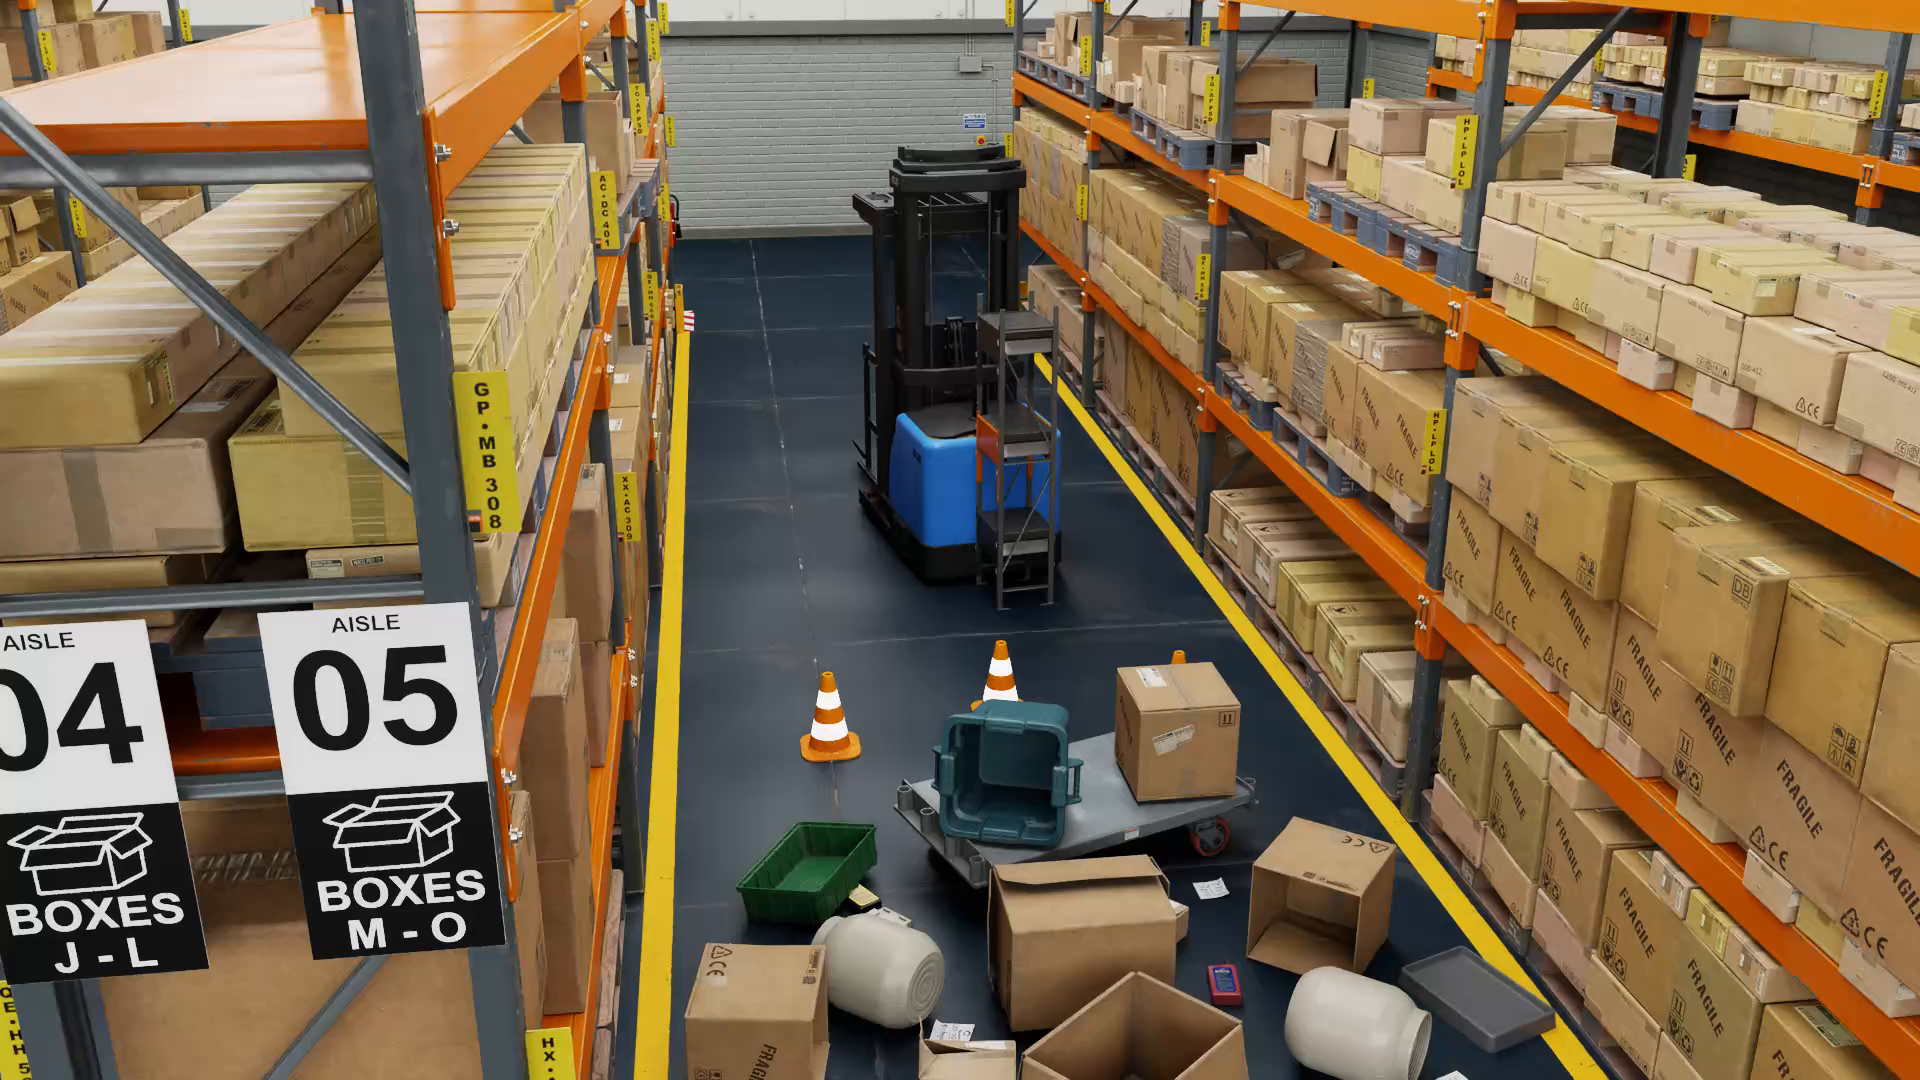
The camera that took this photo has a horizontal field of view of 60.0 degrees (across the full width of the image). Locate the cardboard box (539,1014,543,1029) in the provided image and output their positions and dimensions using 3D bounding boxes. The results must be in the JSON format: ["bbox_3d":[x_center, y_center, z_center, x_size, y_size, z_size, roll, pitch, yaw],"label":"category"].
[{"bbox_3d":[-1.666,1.324,4.670,0.875,0.550,0.550,-3,21,-8],"label":"cardboard box"}]

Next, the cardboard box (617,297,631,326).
[{"bbox_3d":[-2.496,-1.589,11.593,0.380,0.149,0.250,-3,21,-8],"label":"cardboard box"}]

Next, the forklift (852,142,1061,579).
[{"bbox_3d":[-0.178,-1.582,12.762,1.130,2.935,3.031,-6,21,-16],"label":"forklift"}]

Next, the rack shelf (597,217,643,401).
[{"bbox_3d":[-2.332,-1.436,9.015,1.077,0.370,4.000,-3,21,-8],"label":"rack shelf"}]

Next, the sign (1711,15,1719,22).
[{"bbox_3d":[7.147,-4.843,15.806,0.100,0.325,0.005,-3,21,-8],"label":"sign"}]

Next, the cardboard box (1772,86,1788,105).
[{"bbox_3d":[6.789,-3.585,13.384,0.380,0.149,0.250,-3,21,-7],"label":"cardboard box"}]

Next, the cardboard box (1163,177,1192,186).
[{"bbox_3d":[2.082,-2.924,14.687,0.500,0.500,0.500,-3,21,-7],"label":"cardboard box"}]

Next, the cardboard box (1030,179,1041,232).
[{"bbox_3d":[1.051,-3.630,18.006,0.500,0.500,0.500,-3,21,-8],"label":"cardboard box"}]

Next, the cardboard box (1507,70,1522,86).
[{"bbox_3d":[6.003,-4.910,17.648,0.380,0.149,0.250,-2,21,-7],"label":"cardboard box"}]

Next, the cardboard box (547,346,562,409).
[{"bbox_3d":[-1.419,-0.481,5.047,0.380,0.149,0.250,-3,21,-7],"label":"cardboard box"}]

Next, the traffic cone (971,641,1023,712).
[{"bbox_3d":[0.245,0.820,9.860,0.336,0.463,0.334,-3,21,-8],"label":"traffic cone"}]

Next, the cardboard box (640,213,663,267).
[{"bbox_3d":[-3.019,-2.816,15.400,0.500,0.500,0.500,-3,21,-9],"label":"cardboard box"}]

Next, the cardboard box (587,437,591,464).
[{"bbox_3d":[-2.197,-0.540,8.303,0.700,0.500,0.500,-3,21,-9],"label":"cardboard box"}]

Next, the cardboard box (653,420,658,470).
[{"bbox_3d":[-2.480,-0.688,12.172,0.500,0.250,0.500,-4,21,-10],"label":"cardboard box"}]

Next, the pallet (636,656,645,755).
[{"bbox_3d":[-2.409,0.944,9.886,1.003,0.211,1.213,-3,21,-8],"label":"pallet"}]

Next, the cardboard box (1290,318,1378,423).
[{"bbox_3d":[2.329,-1.023,10.000,0.500,0.500,0.500,-4,21,-10],"label":"cardboard box"}]

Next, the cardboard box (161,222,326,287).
[{"bbox_3d":[-2.071,-0.823,4.821,0.380,0.149,0.250,-3,21,-7],"label":"cardboard box"}]

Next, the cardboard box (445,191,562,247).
[{"bbox_3d":[-1.494,-1.032,5.382,0.380,0.149,0.250,-3,21,-8],"label":"cardboard box"}]

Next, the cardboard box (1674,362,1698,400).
[{"bbox_3d":[2.864,-0.592,6.087,0.380,0.149,0.250,-3,21,-7],"label":"cardboard box"}]

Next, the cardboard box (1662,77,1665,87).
[{"bbox_3d":[6.397,-4.036,14.563,0.380,0.149,0.250,-3,21,-8],"label":"cardboard box"}]

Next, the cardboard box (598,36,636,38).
[{"bbox_3d":[-3.098,-4.494,15.104,0.380,0.149,0.250,-3,21,-8],"label":"cardboard box"}]

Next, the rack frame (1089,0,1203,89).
[{"bbox_3d":[1.687,-5.540,14.688,1.000,3.000,0.127,-3,21,-8],"label":"rack frame"}]

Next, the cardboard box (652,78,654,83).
[{"bbox_3d":[-3.084,-4.127,15.405,0.500,0.250,0.500,-3,21,-9],"label":"cardboard box"}]

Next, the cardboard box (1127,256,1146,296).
[{"bbox_3d":[1.696,-2.197,13.811,0.500,0.250,0.500,-4,21,-9],"label":"cardboard box"}]

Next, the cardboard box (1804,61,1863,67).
[{"bbox_3d":[7.153,-3.835,13.628,0.380,0.149,0.250,-3,21,-8],"label":"cardboard box"}]

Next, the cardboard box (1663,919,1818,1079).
[{"bbox_3d":[2.965,1.720,6.081,0.500,0.500,0.500,-2,21,-6],"label":"cardboard box"}]

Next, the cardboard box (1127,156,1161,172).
[{"bbox_3d":[1.858,-3.422,16.020,0.500,0.500,0.500,-3,21,-7],"label":"cardboard box"}]

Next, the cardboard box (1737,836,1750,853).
[{"bbox_3d":[3.024,1.069,5.927,0.380,0.149,0.250,-3,21,-7],"label":"cardboard box"}]

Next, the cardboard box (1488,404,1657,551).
[{"bbox_3d":[2.741,-0.273,7.164,0.700,0.500,0.500,-3,21,-7],"label":"cardboard box"}]

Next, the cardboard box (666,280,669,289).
[{"bbox_3d":[-3.446,-2.800,18.549,0.380,0.149,0.250,-3,21,-7],"label":"cardboard box"}]

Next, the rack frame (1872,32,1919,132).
[{"bbox_3d":[7.175,-4.407,11.654,1.000,3.000,0.127,-3,21,-8],"label":"rack frame"}]

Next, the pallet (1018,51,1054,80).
[{"bbox_3d":[1.228,-5.222,18.250,1.003,0.211,1.213,-3,21,-8],"label":"pallet"}]

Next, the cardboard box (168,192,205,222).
[{"bbox_3d":[-8.364,-3.530,17.669,0.500,0.250,0.500,-3,21,-9],"label":"cardboard box"}]

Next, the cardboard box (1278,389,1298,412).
[{"bbox_3d":[2.259,-0.930,10.677,0.380,0.149,0.250,-2,21,-5],"label":"cardboard box"}]

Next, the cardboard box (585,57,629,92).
[{"bbox_3d":[-2.480,-3.203,11.482,0.396,0.266,0.258,-3,21,-8],"label":"cardboard box"}]

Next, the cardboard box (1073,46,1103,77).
[{"bbox_3d":[1.278,-4.521,15.695,0.396,0.266,0.258,-2,21,-6],"label":"cardboard box"}]

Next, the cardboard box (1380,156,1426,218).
[{"bbox_3d":[2.545,-1.862,8.742,0.500,0.250,0.500,-3,21,-7],"label":"cardboard box"}]

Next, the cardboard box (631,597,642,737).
[{"bbox_3d":[-2.357,0.637,9.338,1.050,0.750,0.750,-3,21,-8],"label":"cardboard box"}]

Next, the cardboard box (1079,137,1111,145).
[{"bbox_3d":[1.371,-3.823,16.166,0.380,0.149,0.250,-3,21,-8],"label":"cardboard box"}]

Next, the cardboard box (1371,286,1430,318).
[{"bbox_3d":[2.778,-1.480,10.295,0.380,0.149,0.250,-4,21,-10],"label":"cardboard box"}]

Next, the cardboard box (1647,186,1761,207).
[{"bbox_3d":[3.215,-1.436,7.207,0.380,0.149,0.250,-3,21,-9],"label":"cardboard box"}]

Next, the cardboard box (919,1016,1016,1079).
[{"bbox_3d":[0.027,2.108,6.694,0.396,0.266,0.258,1,20,2],"label":"cardboard box"}]

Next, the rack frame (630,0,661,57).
[{"bbox_3d":[-3.774,-6.641,17.634,1.000,3.000,0.127,-3,21,-8],"label":"rack frame"}]

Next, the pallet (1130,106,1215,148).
[{"bbox_3d":[1.954,-3.269,13.164,1.003,0.211,1.213,-2,21,-5],"label":"pallet"}]

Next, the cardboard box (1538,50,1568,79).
[{"bbox_3d":[6.196,-4.790,16.755,0.500,0.250,0.500,-4,21,-10],"label":"cardboard box"}]

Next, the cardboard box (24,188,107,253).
[{"bbox_3d":[-7.936,-2.829,14.721,0.500,0.500,0.500,-3,21,-8],"label":"cardboard box"}]

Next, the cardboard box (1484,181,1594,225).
[{"bbox_3d":[2.562,-1.496,7.366,0.380,0.149,0.250,-3,21,-9],"label":"cardboard box"}]

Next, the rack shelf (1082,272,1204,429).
[{"bbox_3d":[1.975,-1.700,14.010,1.077,0.370,4.000,-3,21,-8],"label":"rack shelf"}]

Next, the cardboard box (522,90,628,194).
[{"bbox_3d":[-2.093,-2.168,9.061,0.500,0.500,0.500,-3,21,-8],"label":"cardboard box"}]

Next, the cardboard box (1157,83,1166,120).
[{"bbox_3d":[1.719,-3.343,12.685,0.396,0.266,0.258,-3,21,-9],"label":"cardboard box"}]

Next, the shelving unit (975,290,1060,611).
[{"bbox_3d":[0.379,-0.600,11.320,0.431,2.100,0.503,-6,21,-16],"label":"shelving unit"}]

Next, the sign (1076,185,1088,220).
[{"bbox_3d":[1.138,-3.144,15.496,0.100,0.325,0.005,-3,21,-8],"label":"sign"}]

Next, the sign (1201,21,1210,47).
[{"bbox_3d":[2.222,-4.555,15.150,0.100,0.325,0.005,-3,21,-8],"label":"sign"}]

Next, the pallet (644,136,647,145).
[{"bbox_3d":[-3.061,-3.184,12.936,1.213,0.211,1.003,-3,21,-8],"label":"pallet"}]

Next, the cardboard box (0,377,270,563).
[{"bbox_3d":[-1.814,-0.164,3.626,0.500,0.250,0.500,-3,21,-7],"label":"cardboard box"}]

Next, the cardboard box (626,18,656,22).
[{"bbox_3d":[-3.435,-5.486,17.760,0.380,0.149,0.250,-3,21,-8],"label":"cardboard box"}]

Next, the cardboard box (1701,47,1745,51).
[{"bbox_3d":[6.861,-4.380,15.060,0.380,0.149,0.250,-3,21,-9],"label":"cardboard box"}]

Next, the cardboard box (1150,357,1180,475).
[{"bbox_3d":[2.122,-1.099,13.807,0.875,0.875,0.875,-3,21,-7],"label":"cardboard box"}]
